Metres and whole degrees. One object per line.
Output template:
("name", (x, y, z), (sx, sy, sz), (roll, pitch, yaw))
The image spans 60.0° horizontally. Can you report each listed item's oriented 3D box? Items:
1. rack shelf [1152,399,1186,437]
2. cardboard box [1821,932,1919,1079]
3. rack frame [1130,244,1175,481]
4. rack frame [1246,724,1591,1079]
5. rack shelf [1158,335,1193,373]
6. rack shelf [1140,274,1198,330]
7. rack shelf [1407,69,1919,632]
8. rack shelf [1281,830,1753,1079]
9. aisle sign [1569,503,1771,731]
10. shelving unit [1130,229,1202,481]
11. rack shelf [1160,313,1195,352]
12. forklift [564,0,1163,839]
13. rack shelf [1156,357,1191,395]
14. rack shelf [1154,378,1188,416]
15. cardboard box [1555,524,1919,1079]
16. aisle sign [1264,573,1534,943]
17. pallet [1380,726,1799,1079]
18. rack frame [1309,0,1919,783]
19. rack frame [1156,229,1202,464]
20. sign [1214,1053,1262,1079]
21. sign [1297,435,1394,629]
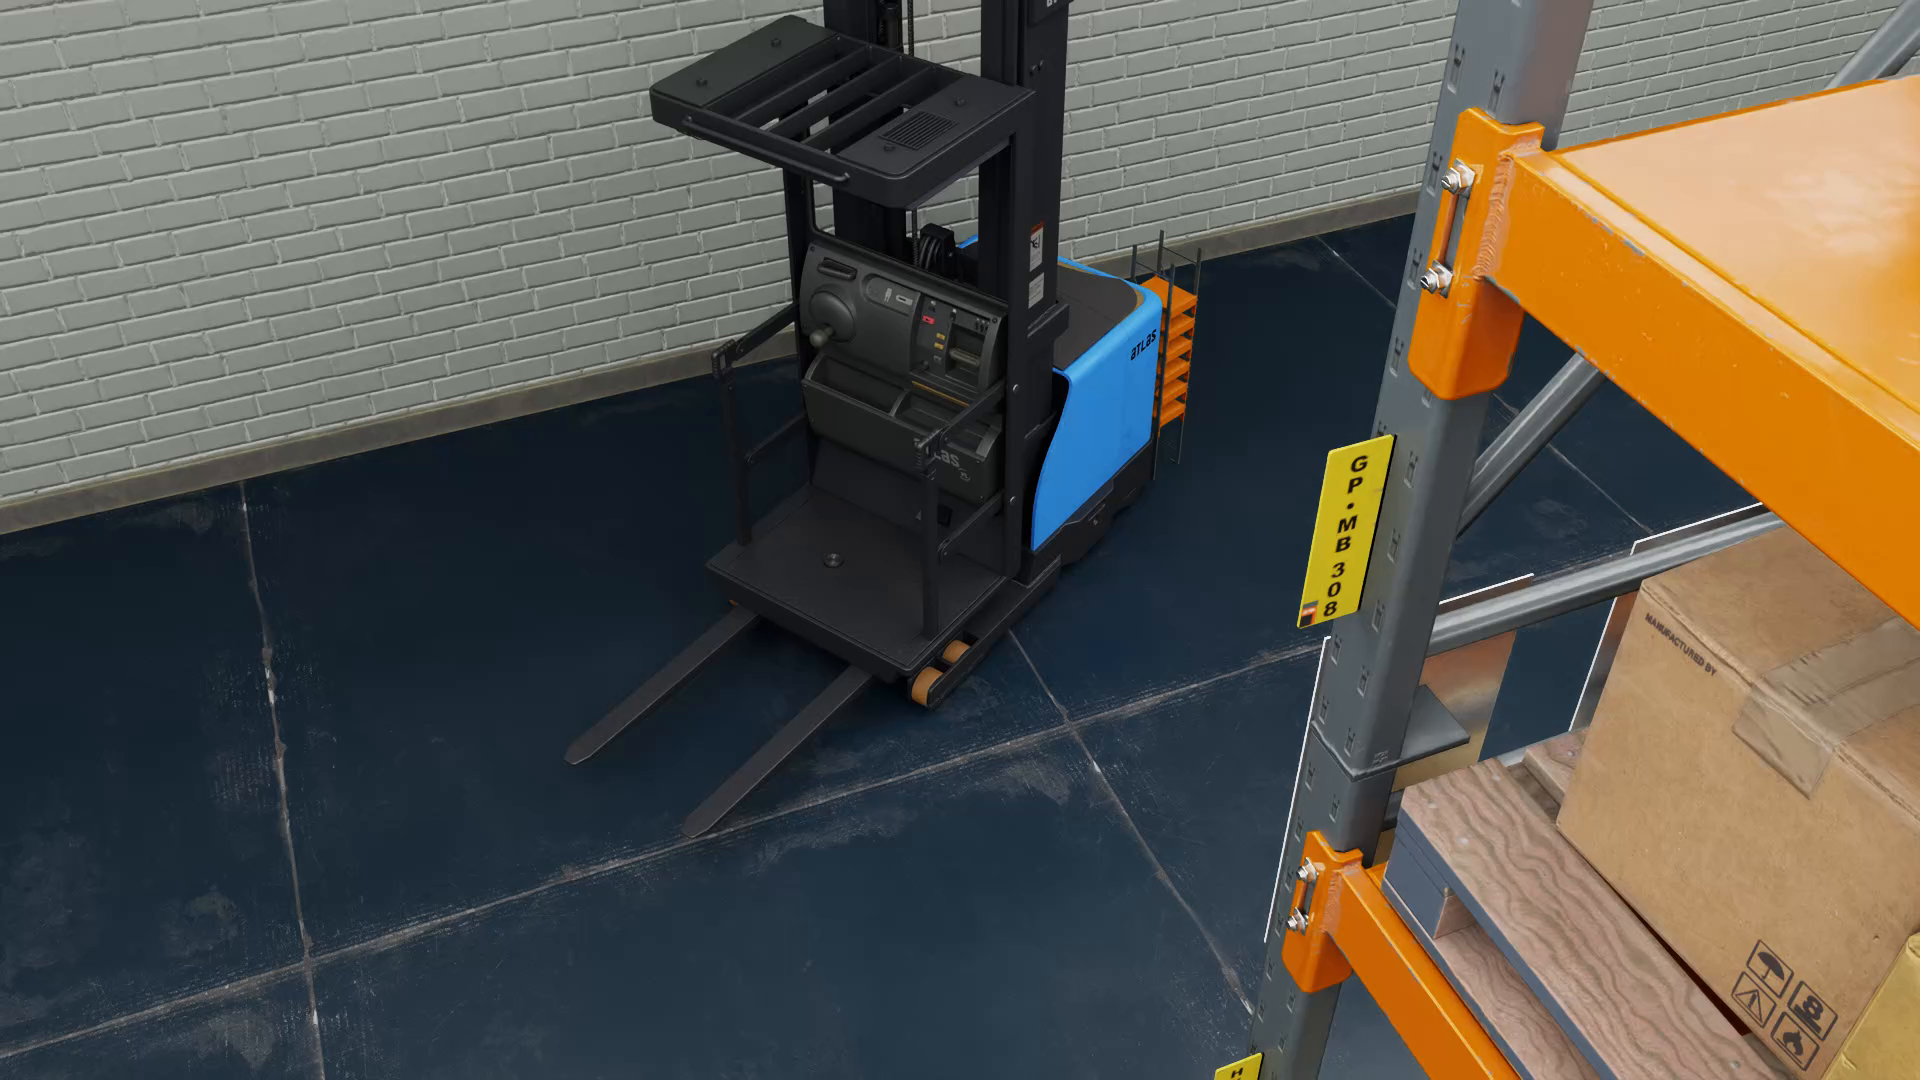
("rack shelf", (0.916, -0.623, 7.909), (0.180, 0.103, 0.258), (-32, 50, -32))
("cardboard box", (1.408, 0.654, 1.832), (0.700, 0.500, 0.500), (-17, 43, -18))
("rack frame", (0.850, -0.797, 7.675), (0.006, 1.200, 0.240), (-32, 50, -32))
("rack frame", (1.056, 1.357, 3.790), (1.000, 3.000, 0.127), (-15, 43, -17))
("rack shelf", (0.916, -0.896, 7.674), (0.180, 0.103, 0.258), (-32, 50, -32))
("rack shelf", (0.916, -1.078, 7.518), (0.180, 0.103, 0.258), (-32, 50, -32))
("rack shelf", (1.821, 0.712, 0.798), (1.077, 0.370, 4.000), (-15, 43, -17))
("rack shelf", (1.821, 1.698, 1.645), (1.077, 0.370, 4.000), (-15, 43, -17))
("aisle sign", (1.305, 0.253, 3.080), (0.394, 0.787, 0.004), (-15, 43, -17))
("shelving unit", (0.916, -0.838, 7.723), (0.189, 1.200, 0.258), (-32, 50, -32))
("rack shelf", (0.916, -0.987, 7.596), (0.180, 0.103, 0.258), (-32, 50, -32))
("forklift", (-0.363, -0.782, 6.330), (1.130, 2.935, 3.031), (25, 47, 26))
("rack shelf", (0.916, -0.805, 7.752), (0.180, 0.103, 0.258), (-32, 50, -32))
("rack shelf", (0.916, -0.714, 7.831), (0.180, 0.103, 0.258), (-32, 50, -32))
("cardboard box", (1.304, 0.285, 2.261), (0.700, 0.500, 0.500), (-18, 44, -19))
("aisle sign", (0.751, 0.403, 2.905), (0.394, 0.787, 0.004), (-15, 43, -17))
("pallet", (1.349, 0.698, 2.324), (1.003, 0.211, 1.213), (-15, 43, -17))
("rack frame", (1.056, -0.917, 1.834), (1.000, 3.000, 0.127), (-15, 43, -17))
("rack frame", (0.982, -0.880, 7.771), (0.006, 1.200, 0.240), (-32, 50, -32))
("sign", (0.541, 1.134, 3.325), (0.100, 0.325, 0.005), (-15, 43, -17))
("sign", (0.541, -0.007, 2.344), (0.100, 0.325, 0.005), (-15, 43, -17))
